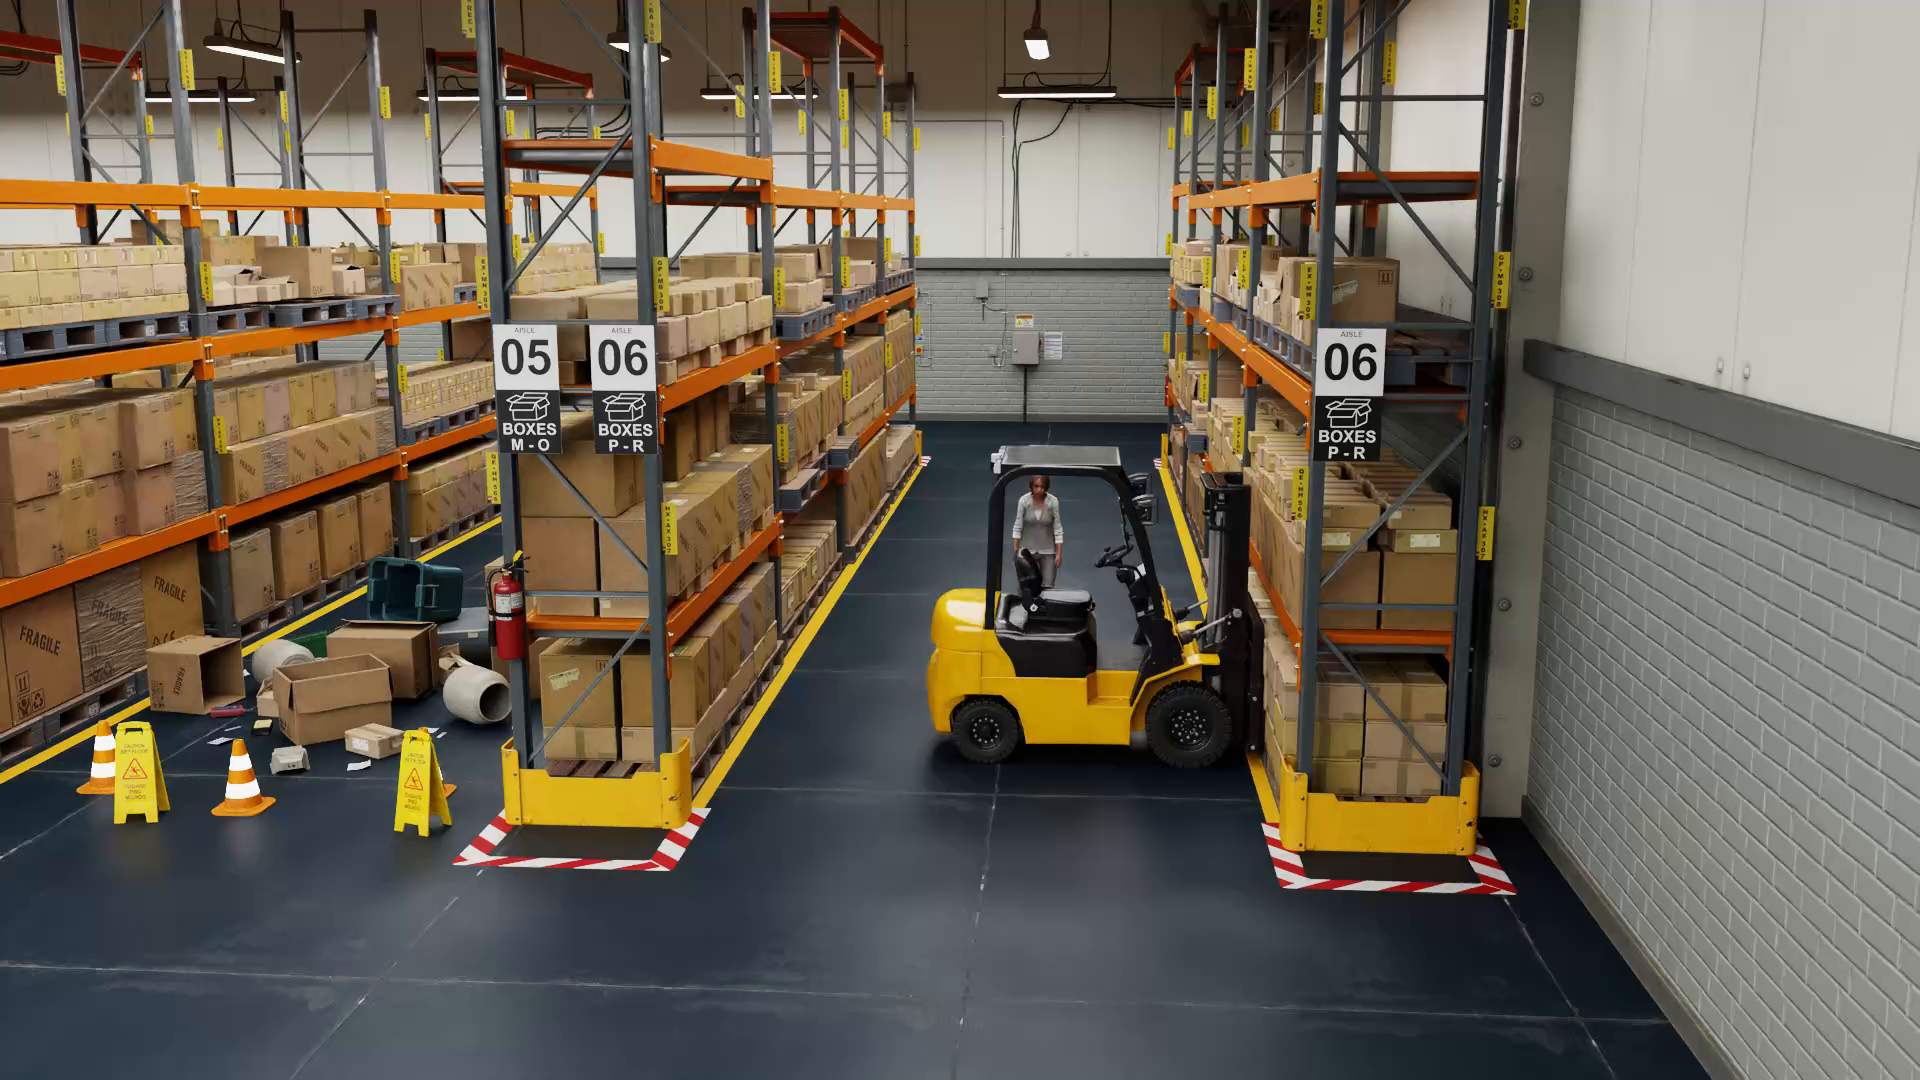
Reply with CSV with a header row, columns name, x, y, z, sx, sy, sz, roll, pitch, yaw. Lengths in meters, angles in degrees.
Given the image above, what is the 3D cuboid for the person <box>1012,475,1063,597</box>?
name,x,y,z,sx,sy,sz,roll,pitch,yaw
person,0.709,0.151,15.210,0.460,1.582,0.343,1,11,4
